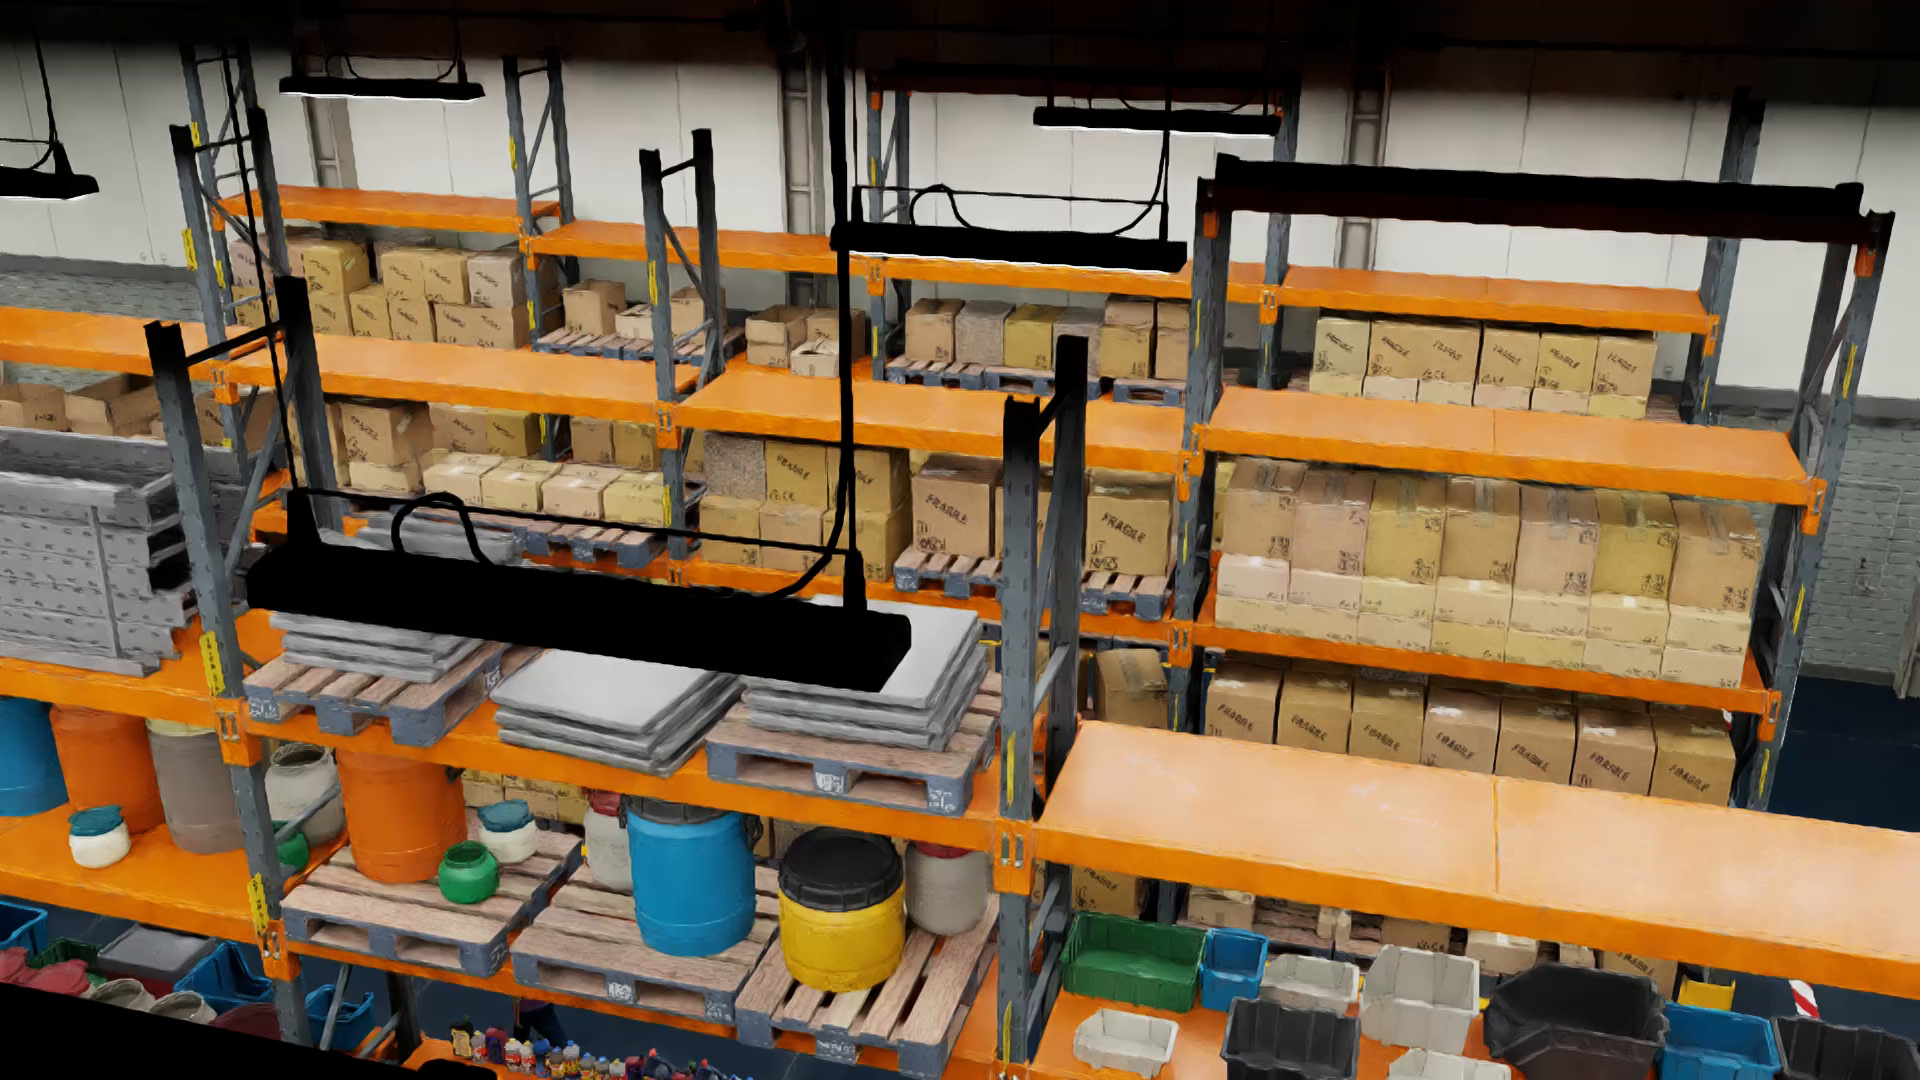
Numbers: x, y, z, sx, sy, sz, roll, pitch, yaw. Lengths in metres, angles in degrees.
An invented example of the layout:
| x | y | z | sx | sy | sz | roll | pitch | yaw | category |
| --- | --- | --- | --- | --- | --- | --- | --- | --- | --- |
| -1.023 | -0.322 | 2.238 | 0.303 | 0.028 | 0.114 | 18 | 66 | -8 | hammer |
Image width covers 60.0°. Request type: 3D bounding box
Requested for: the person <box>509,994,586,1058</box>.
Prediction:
| x | y | z | sx | sy | sz | roll | pitch | yaw | category |
| --- | --- | --- | --- | --- | --- | --- | --- | --- | --- |
| -2.910 | 3.113 | 11.316 | 1.042 | 1.480 | 0.415 | 5 | 23 | 13 | person |

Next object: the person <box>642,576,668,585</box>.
| x | y | z | sx | sy | sz | roll | pitch | yaw | category |
| --- | --- | --- | --- | --- | --- | --- | --- | --- | --- |
| -2.924 | 0.778 | 16.700 | 0.498 | 1.670 | 0.441 | -5 | 23 | -12 | person |
